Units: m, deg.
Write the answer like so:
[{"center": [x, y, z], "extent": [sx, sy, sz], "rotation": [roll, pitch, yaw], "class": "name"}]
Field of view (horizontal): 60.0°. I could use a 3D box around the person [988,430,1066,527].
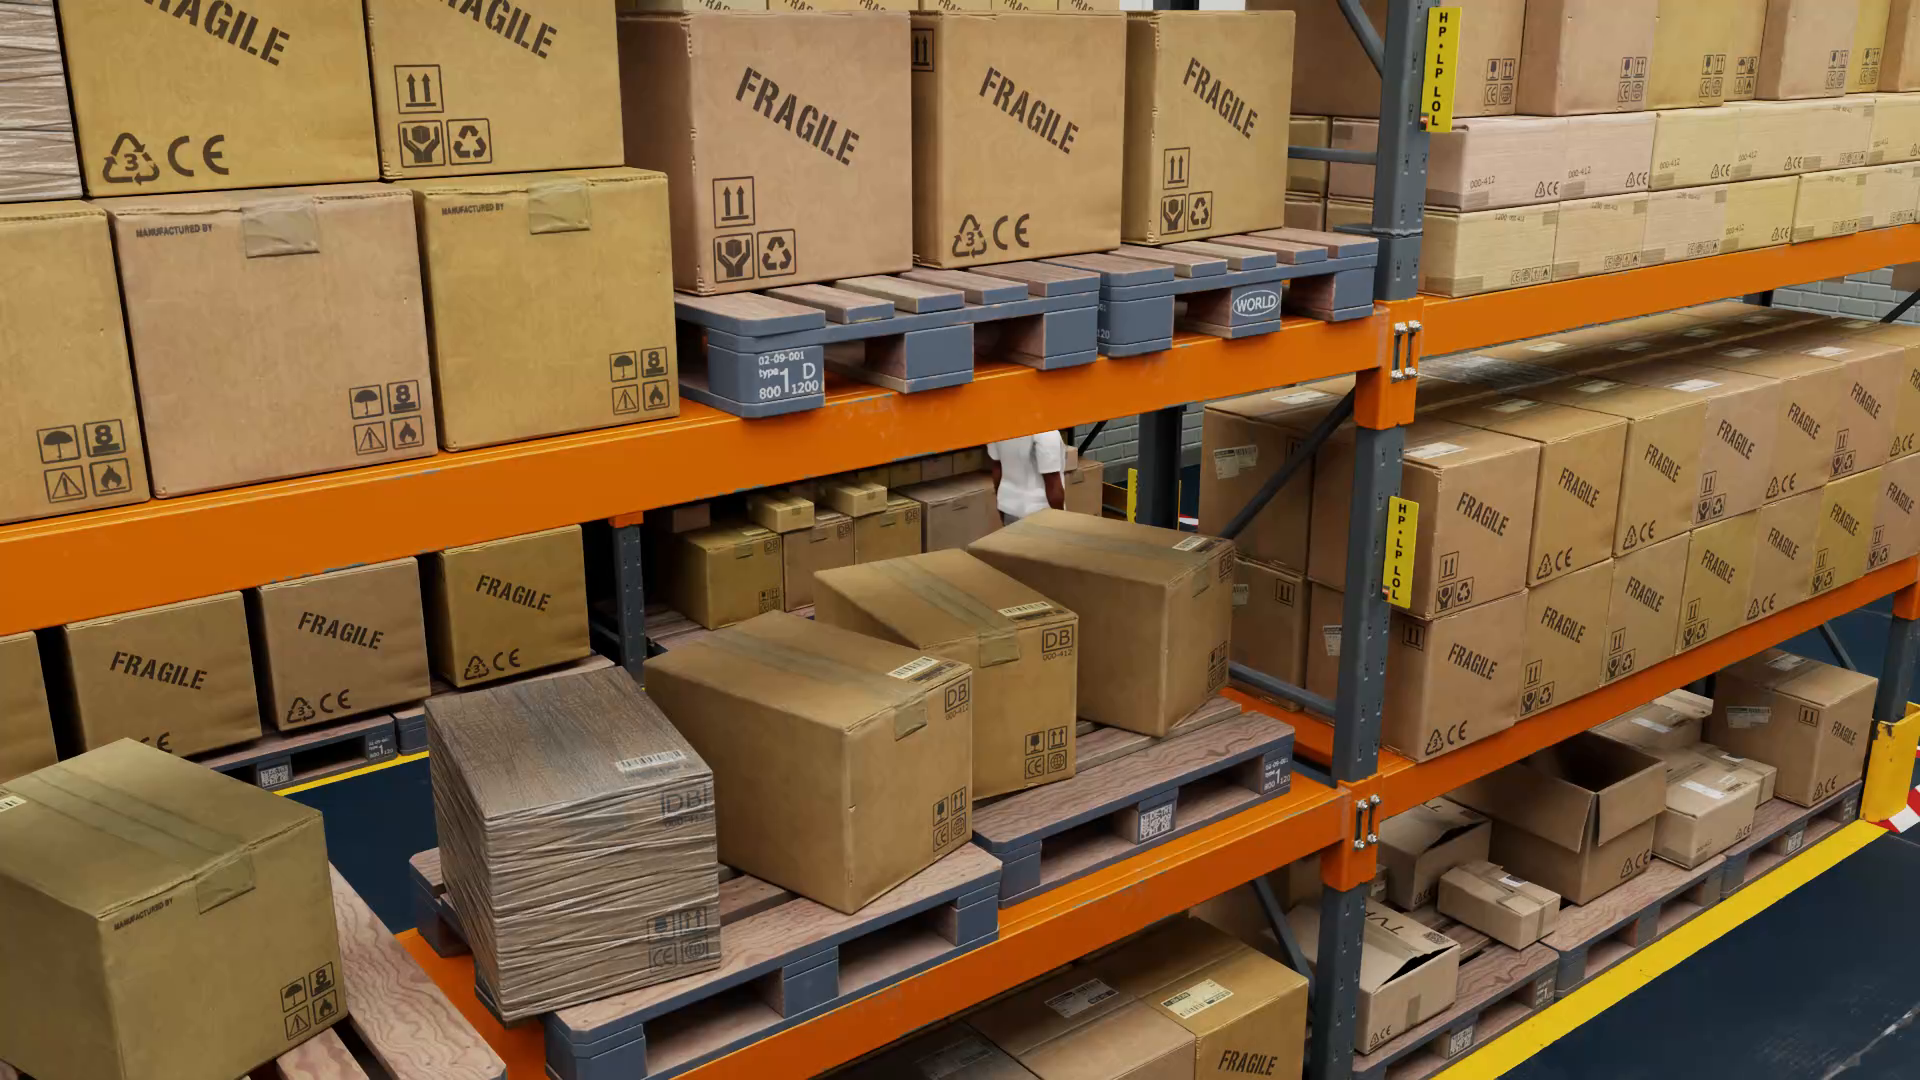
[{"center": [0.418, -0.149, 9.562], "extent": [0.409, 1.809, 0.566], "rotation": [-13, 22, -36], "class": "person"}]
